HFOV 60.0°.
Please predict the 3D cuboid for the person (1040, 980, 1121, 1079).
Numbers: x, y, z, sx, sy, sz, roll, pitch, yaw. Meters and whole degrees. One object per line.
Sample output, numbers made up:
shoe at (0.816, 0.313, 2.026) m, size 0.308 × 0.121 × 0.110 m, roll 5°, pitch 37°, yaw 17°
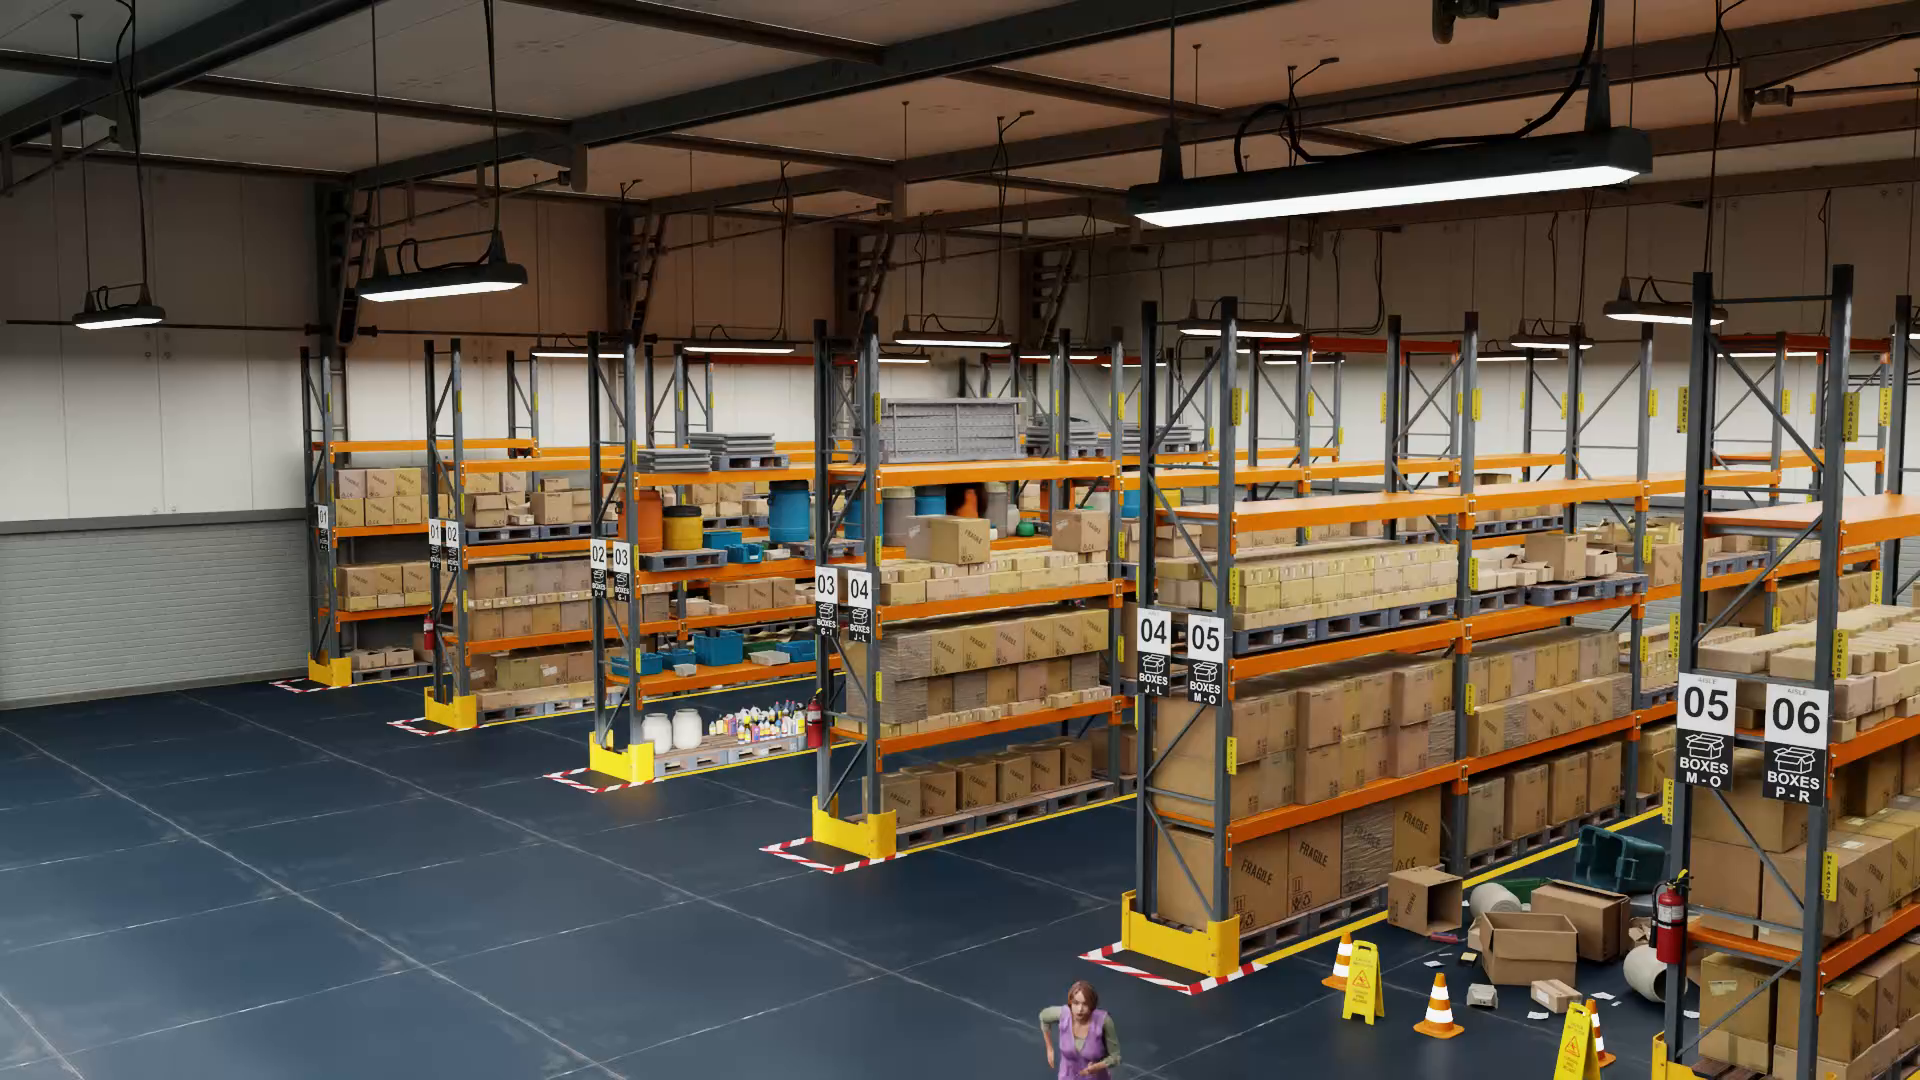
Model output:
person at (0.753, 3.484, 10.504) m, size 0.524 × 1.525 × 0.717 m, roll 1°, pitch 5°, yaw 6°
